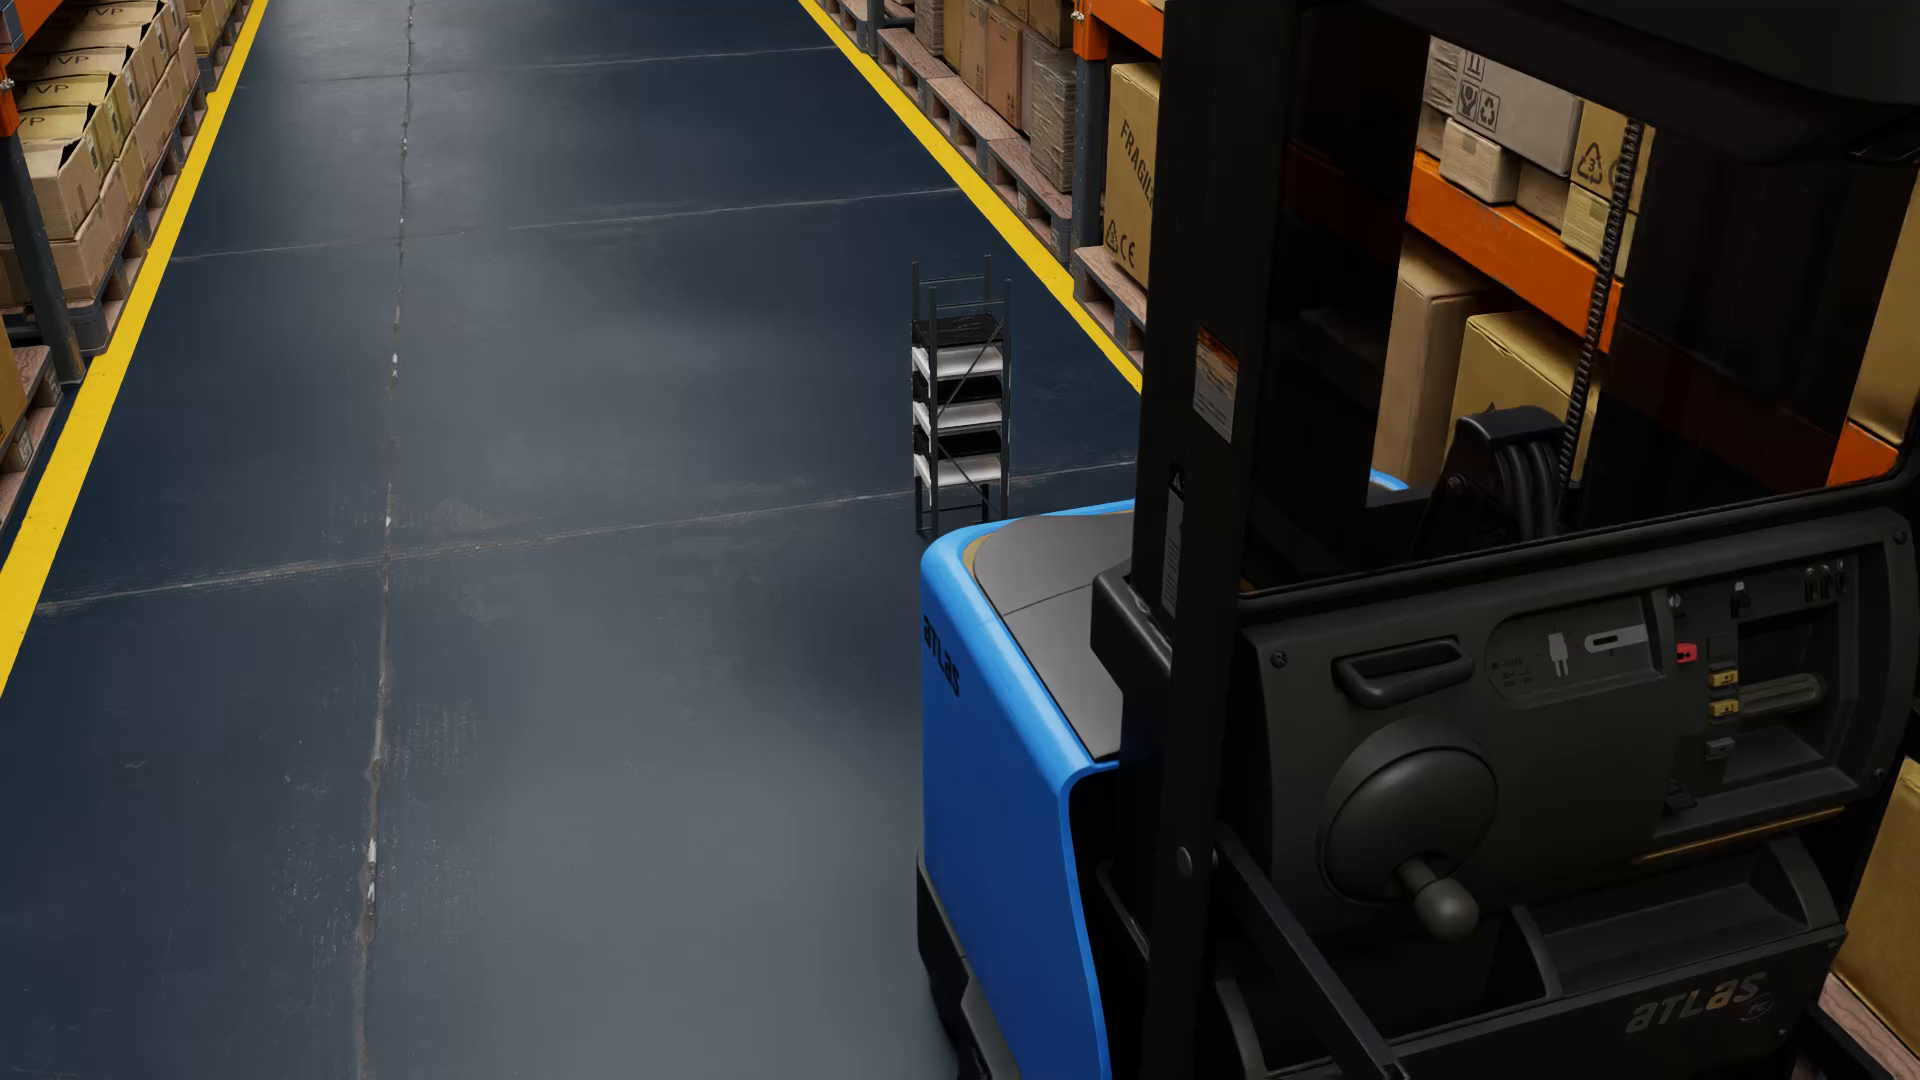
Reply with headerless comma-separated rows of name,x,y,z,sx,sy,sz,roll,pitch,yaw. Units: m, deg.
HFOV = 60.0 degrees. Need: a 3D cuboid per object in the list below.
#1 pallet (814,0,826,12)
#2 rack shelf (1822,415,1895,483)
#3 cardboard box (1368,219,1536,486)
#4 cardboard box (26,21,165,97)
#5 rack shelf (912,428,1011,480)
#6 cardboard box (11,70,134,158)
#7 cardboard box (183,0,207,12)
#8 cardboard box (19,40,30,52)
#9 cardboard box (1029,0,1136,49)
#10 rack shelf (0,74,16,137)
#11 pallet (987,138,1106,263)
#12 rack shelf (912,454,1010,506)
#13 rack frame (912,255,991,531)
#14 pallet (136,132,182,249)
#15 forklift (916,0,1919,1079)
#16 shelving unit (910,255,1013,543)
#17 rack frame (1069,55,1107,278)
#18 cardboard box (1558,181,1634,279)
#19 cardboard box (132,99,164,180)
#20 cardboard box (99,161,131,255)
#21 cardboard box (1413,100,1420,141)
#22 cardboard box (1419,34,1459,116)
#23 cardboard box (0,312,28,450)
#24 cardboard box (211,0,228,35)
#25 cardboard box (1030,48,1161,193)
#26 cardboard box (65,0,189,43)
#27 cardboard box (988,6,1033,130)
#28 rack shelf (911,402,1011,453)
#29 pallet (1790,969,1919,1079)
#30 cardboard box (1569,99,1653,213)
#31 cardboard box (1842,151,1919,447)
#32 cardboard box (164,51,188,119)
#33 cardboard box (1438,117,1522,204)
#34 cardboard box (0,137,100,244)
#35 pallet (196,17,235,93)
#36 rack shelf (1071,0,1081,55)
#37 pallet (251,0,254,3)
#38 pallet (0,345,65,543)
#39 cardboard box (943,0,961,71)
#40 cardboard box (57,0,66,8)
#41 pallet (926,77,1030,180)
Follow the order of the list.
pallet,-0.626,-4.135,12.184,1.003,0.211,1.213,-8,31,-13
rack shelf,2.567,0.709,1.749,1.077,0.370,4.000,-8,31,-13
cardboard box,1.500,-0.545,4.924,0.750,0.750,0.750,-7,31,-12
cardboard box,-4.204,-2.357,8.093,0.500,0.311,0.500,-8,31,-13
rack shelf,0.002,-0.279,5.080,0.258,0.077,0.200,-8,31,-13
cardboard box,-3.937,-1.865,7.244,0.500,0.311,0.500,-9,31,-15
cardboard box,-4.683,-3.353,9.626,0.500,0.500,0.500,-8,31,-13
cardboard box,-4.726,-2.281,7.962,0.500,0.311,0.500,-9,31,-15
cardboard box,0.643,-2.558,7.982,0.500,0.250,0.500,-7,31,-12
rack shelf,-3.269,-0.562,3.945,1.077,0.370,4.000,-8,31,-13
pallet,0.769,-1.671,7.926,1.003,0.211,1.213,-8,31,-13
rack shelf,0.002,-0.201,5.125,0.258,0.077,0.200,-8,31,-13
rack frame,-0.025,-0.435,5.103,0.240,0.900,0.006,-8,31,-13
pallet,-4.301,-1.624,7.845,1.003,0.211,1.213,-8,31,-13
forklift,0.855,0.269,1.859,1.130,2.935,3.031,-9,31,-16
shelving unit,0.002,-0.386,5.018,0.258,0.900,0.210,-8,31,-13
rack frame,0.975,-2.500,6.575,1.000,3.000,0.127,-8,31,-13
cardboard box,1.584,-0.713,3.717,0.380,0.149,0.250,-7,31,-12
cardboard box,-4.070,-1.864,7.802,0.500,0.250,0.500,-7,31,-12
cardboard box,-3.790,-1.366,6.941,0.500,0.250,0.500,-9,31,-15
cardboard box,1.379,-1.213,4.582,0.380,0.149,0.250,-9,31,-15
cardboard box,1.401,-1.427,4.305,0.500,0.500,0.500,-8,31,-13
cardboard box,-3.325,-0.528,5.223,0.500,0.500,0.500,-7,31,-11
cardboard box,-4.820,-3.270,10.230,0.500,0.250,0.500,-8,31,-13
cardboard box,0.734,-1.949,7.680,0.700,0.500,0.500,-7,31,-13
cardboard box,-4.478,-2.849,8.943,0.500,0.311,0.500,-8,31,-13
cardboard box,0.550,-2.450,8.545,0.700,0.500,0.500,-8,31,-14
rack shelf,0.002,-0.357,5.034,0.258,0.077,0.200,-8,31,-13
pallet,2.163,1.016,3.283,1.003,0.211,1.213,-8,31,-13
cardboard box,1.671,-0.938,3.460,0.500,0.500,0.500,-8,31,-14
cardboard box,2.165,-0.434,2.706,0.980,0.700,0.700,-7,31,-13
cardboard box,-4.340,-2.357,8.653,0.500,0.250,0.500,-8,31,-14
cardboard box,1.432,-0.963,4.151,0.380,0.149,0.250,-8,31,-13
cardboard box,-3.656,-1.366,6.382,0.500,0.311,0.500,-7,31,-12
pallet,-5.032,-2.954,10.143,1.003,0.211,1.213,-8,31,-13
rack shelf,0.444,-3.155,8.424,1.077,0.370,4.000,-8,31,-13
pallet,-5.680,-4.133,12.180,1.003,0.211,1.213,-8,31,-13
pallet,-3.638,-0.267,5.501,1.003,0.211,1.213,-8,31,-13
cardboard box,0.310,-2.944,9.399,0.700,0.500,0.500,-8,31,-14
cardboard box,-4.992,-2.773,8.813,0.500,0.311,0.500,-8,31,-13
pallet,0.449,-2.259,8.942,1.003,0.211,1.213,-8,31,-13
